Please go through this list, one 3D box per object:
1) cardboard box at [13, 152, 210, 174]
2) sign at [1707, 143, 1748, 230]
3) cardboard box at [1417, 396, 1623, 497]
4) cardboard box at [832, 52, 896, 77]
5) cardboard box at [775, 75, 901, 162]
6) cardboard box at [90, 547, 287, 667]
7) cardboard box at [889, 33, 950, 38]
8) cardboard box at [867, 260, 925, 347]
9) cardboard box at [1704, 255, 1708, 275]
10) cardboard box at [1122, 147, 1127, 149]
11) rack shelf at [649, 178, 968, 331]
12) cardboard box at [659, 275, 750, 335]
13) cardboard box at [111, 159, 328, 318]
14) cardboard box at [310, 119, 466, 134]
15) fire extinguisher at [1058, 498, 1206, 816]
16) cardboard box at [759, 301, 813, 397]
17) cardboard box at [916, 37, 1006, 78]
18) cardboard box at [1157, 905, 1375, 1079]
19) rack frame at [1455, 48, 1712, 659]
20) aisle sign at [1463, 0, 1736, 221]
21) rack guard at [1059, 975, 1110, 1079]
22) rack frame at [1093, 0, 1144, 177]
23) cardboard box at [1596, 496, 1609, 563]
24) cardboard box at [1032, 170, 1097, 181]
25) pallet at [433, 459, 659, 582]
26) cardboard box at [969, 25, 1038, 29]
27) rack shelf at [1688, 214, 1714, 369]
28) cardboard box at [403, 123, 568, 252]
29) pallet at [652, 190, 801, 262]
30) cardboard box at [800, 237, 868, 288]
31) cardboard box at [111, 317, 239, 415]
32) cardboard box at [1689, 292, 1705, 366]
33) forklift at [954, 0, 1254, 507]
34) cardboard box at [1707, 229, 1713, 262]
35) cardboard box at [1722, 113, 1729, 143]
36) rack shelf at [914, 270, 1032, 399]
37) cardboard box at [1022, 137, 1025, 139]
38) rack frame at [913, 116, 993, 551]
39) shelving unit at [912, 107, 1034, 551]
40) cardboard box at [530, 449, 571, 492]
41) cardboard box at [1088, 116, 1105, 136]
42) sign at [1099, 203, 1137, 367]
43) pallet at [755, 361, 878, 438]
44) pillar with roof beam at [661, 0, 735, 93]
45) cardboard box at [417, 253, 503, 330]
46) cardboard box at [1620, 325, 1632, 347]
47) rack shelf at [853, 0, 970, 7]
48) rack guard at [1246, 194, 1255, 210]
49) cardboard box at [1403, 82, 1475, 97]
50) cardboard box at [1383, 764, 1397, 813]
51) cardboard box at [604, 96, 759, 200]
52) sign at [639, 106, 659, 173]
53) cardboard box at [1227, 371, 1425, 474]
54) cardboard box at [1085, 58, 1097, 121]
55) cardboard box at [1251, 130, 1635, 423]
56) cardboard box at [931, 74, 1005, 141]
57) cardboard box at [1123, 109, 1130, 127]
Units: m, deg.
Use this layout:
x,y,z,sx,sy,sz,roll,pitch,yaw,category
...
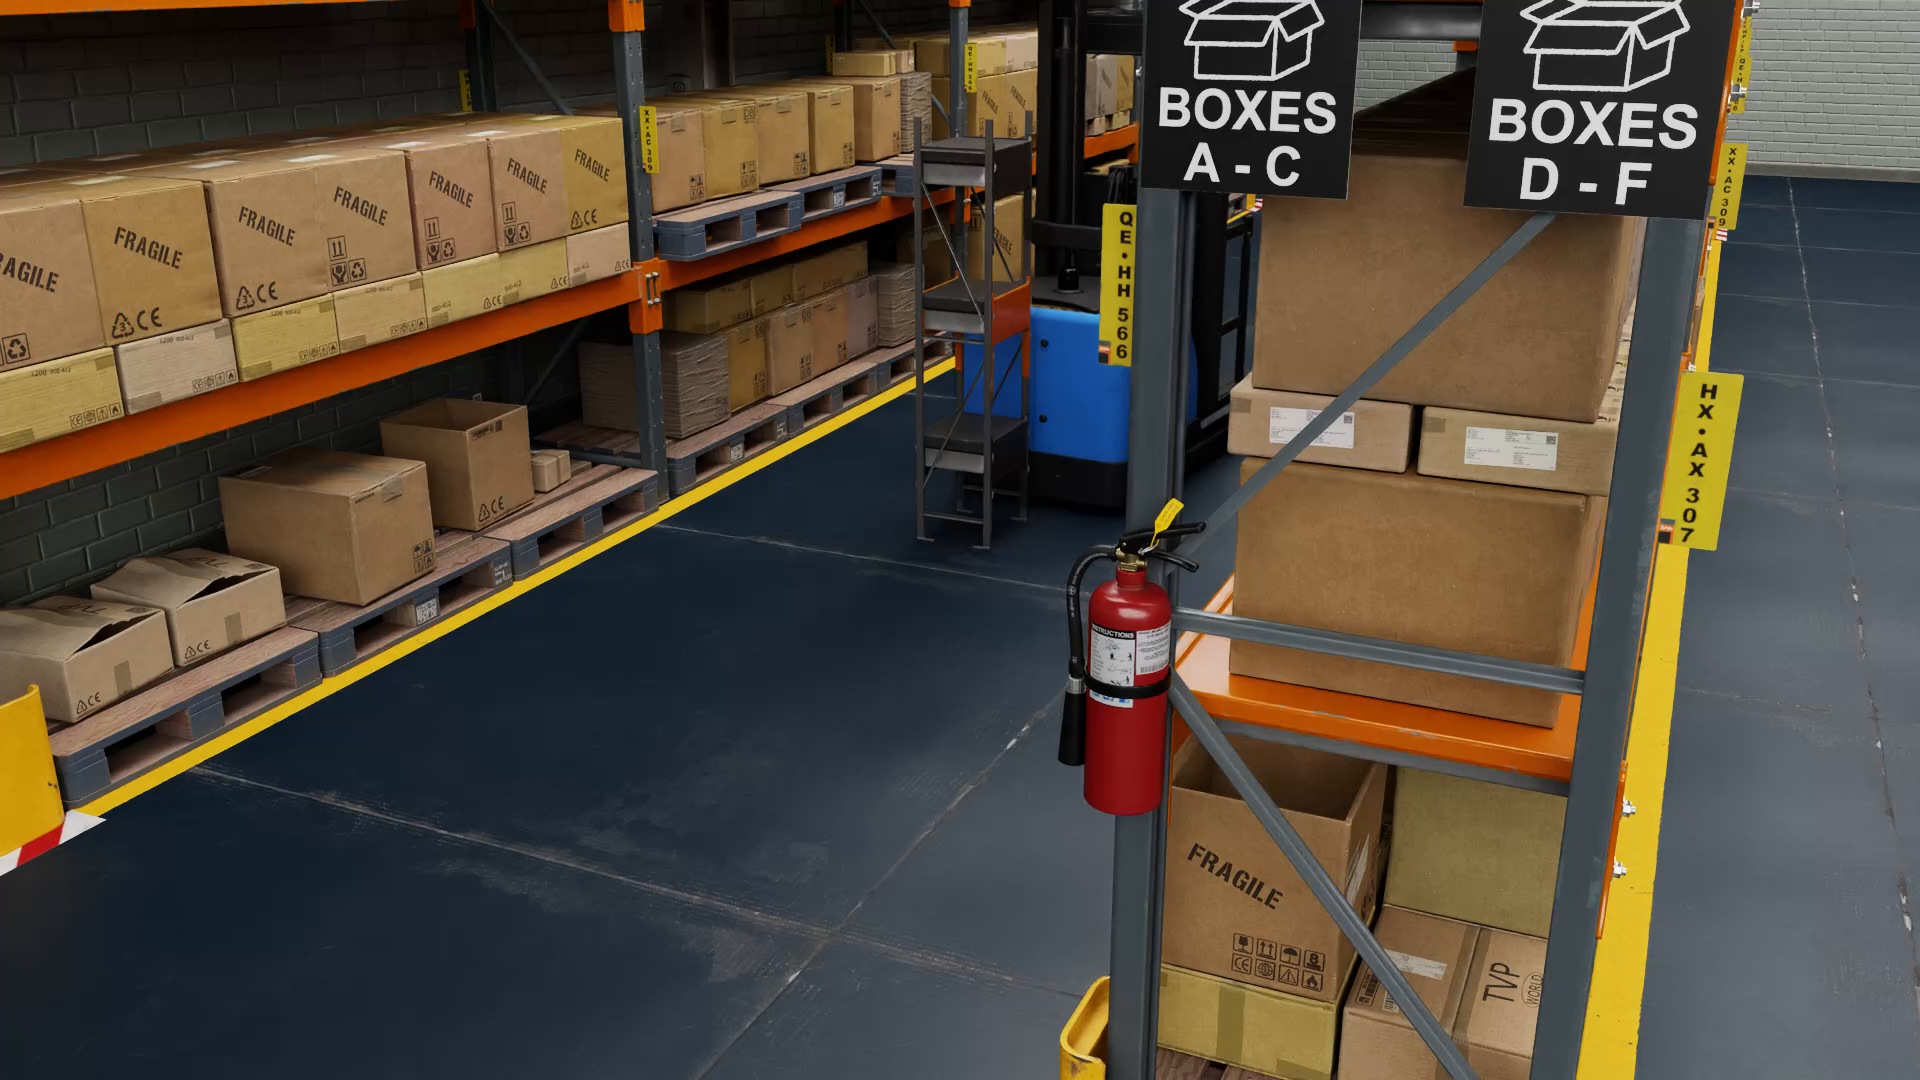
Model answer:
x,y,z,sx,sy,sz,roll,pitch,yaw,category
-3.278,-1.229,6.522,0.500,0.500,0.500,8,21,21,cardboard box
2.965,-1.366,6.423,0.100,0.325,0.005,9,21,23,sign
1.178,-0.217,3.485,0.380,0.149,0.250,8,21,22,cardboard box
-0.657,-3.248,11.351,0.380,0.149,0.250,5,20,14,cardboard box
-0.812,-2.833,11.151,0.700,0.500,0.500,6,21,18,cardboard box
-3.102,0.234,6.691,0.500,0.311,0.500,11,22,27,cardboard box
-0.260,-3.780,12.879,0.500,0.250,0.500,8,21,21,cardboard box
-0.672,-1.700,11.847,0.700,0.500,0.500,9,21,23,cardboard box
5.172,-1.822,12.191,0.500,0.500,0.500,8,21,21,cardboard box
1.903,-4.042,17.493,0.380,0.149,0.250,8,21,22,cardboard box
-1.243,-1.948,10.542,1.077,0.370,4.000,9,21,23,rack shelf
-1.599,-1.420,9.941,0.500,0.250,0.500,8,21,22,cardboard box
-2.802,-1.156,6.317,0.500,0.500,0.500,8,21,21,cardboard box
-2.661,-1.695,7.832,0.500,0.500,0.500,8,21,22,cardboard box
0.348,0.235,3.447,0.296,0.674,0.183,9,21,23,fire extinguisher
-1.365,-1.247,10.573,0.700,0.500,0.500,9,21,23,cardboard box
0.008,-3.560,12.261,0.500,0.250,0.500,9,22,24,cardboard box
0.770,1.119,4.321,0.500,0.250,0.500,9,21,23,cardboard box
2.458,-0.997,6.794,1.000,3.000,0.127,9,21,23,rack frame
1.073,-0.936,2.746,0.394,0.787,0.004,9,21,23,aisle sign
0.811,1.411,3.754,1.175,0.500,0.348,9,21,23,rack guard
1.214,-4.121,15.579,1.000,3.000,0.127,9,21,23,rack frame
1.443,-0.274,4.613,0.700,0.500,0.500,9,21,23,cardboard box
0.705,-2.817,14.495,0.750,0.750,0.750,9,22,24,cardboard box
-2.305,-0.151,8.579,1.003,0.211,1.213,9,21,23,pallet
0.379,-4.251,14.203,0.500,0.250,0.500,8,21,21,cardboard box
3.277,-1.269,8.634,1.077,0.370,4.000,9,21,23,rack shelf
-2.173,-1.627,7.642,0.500,0.500,0.500,8,21,22,cardboard box
-1.617,-1.798,9.335,1.003,0.211,1.213,9,21,23,pallet
-0.962,-1.888,11.255,0.500,0.250,0.500,9,21,24,cardboard box
-3.011,-0.657,6.035,0.500,0.250,0.500,8,21,21,cardboard box
4.543,-1.349,10.859,0.500,0.500,0.500,10,22,25,cardboard box
1.129,-2.000,9.717,1.130,2.935,3.031,11,22,28,forklift
5.794,-2.281,13.481,0.500,0.500,0.500,8,21,22,cardboard box
6.192,-3.608,13.987,0.500,0.500,0.500,9,22,24,cardboard box
0.068,-1.027,8.264,0.431,0.518,0.480,9,21,23,rack shelf
0.308,-3.178,13.272,0.380,0.149,0.250,9,21,24,cardboard box
-0.032,-0.965,8.049,0.400,2.100,0.015,9,21,23,rack frame
0.068,-1.040,8.259,0.431,2.100,0.503,9,21,23,shelving unit
-2.254,-0.380,8.632,0.380,0.166,0.250,6,20,16,cardboard box
1.050,-3.627,14.537,0.380,0.149,0.250,9,21,23,cardboard box
0.331,-0.510,3.344,0.100,0.325,0.005,9,21,23,sign
-1.247,-0.974,10.892,1.003,0.211,1.213,9,21,23,pallet
2.182,-4.855,8.691,9.100,9.000,0.400,9,21,23,pillar with roof beam
-2.383,-1.120,7.337,0.500,0.250,0.500,8,21,22,cardboard box
1.492,-0.451,4.143,0.380,0.149,0.250,8,21,22,cardboard box
0.395,-4.584,13.478,1.077,0.370,4.000,9,21,23,rack shelf
2.861,-4.173,19.457,1.175,0.500,0.348,9,21,23,rack guard
1.666,-1.058,4.882,0.700,0.500,0.500,9,21,23,cardboard box
1.165,0.458,5.062,0.500,0.500,0.500,9,21,23,cardboard box
-1.588,-2.250,9.514,0.700,0.500,0.500,11,22,28,cardboard box
-1.564,-2.011,8.355,0.100,0.325,0.005,9,21,23,sign
0.803,-0.269,3.633,0.380,0.149,0.250,8,21,22,cardboard box
0.841,-3.832,14.144,0.500,0.500,0.500,9,21,23,cardboard box
1.045,-0.589,3.564,0.700,0.500,0.500,9,21,23,cardboard box
0.008,-3.208,12.389,0.500,0.500,0.500,9,22,24,cardboard box
1.333,-3.870,15.218,0.380,0.149,0.250,9,21,23,cardboard box
